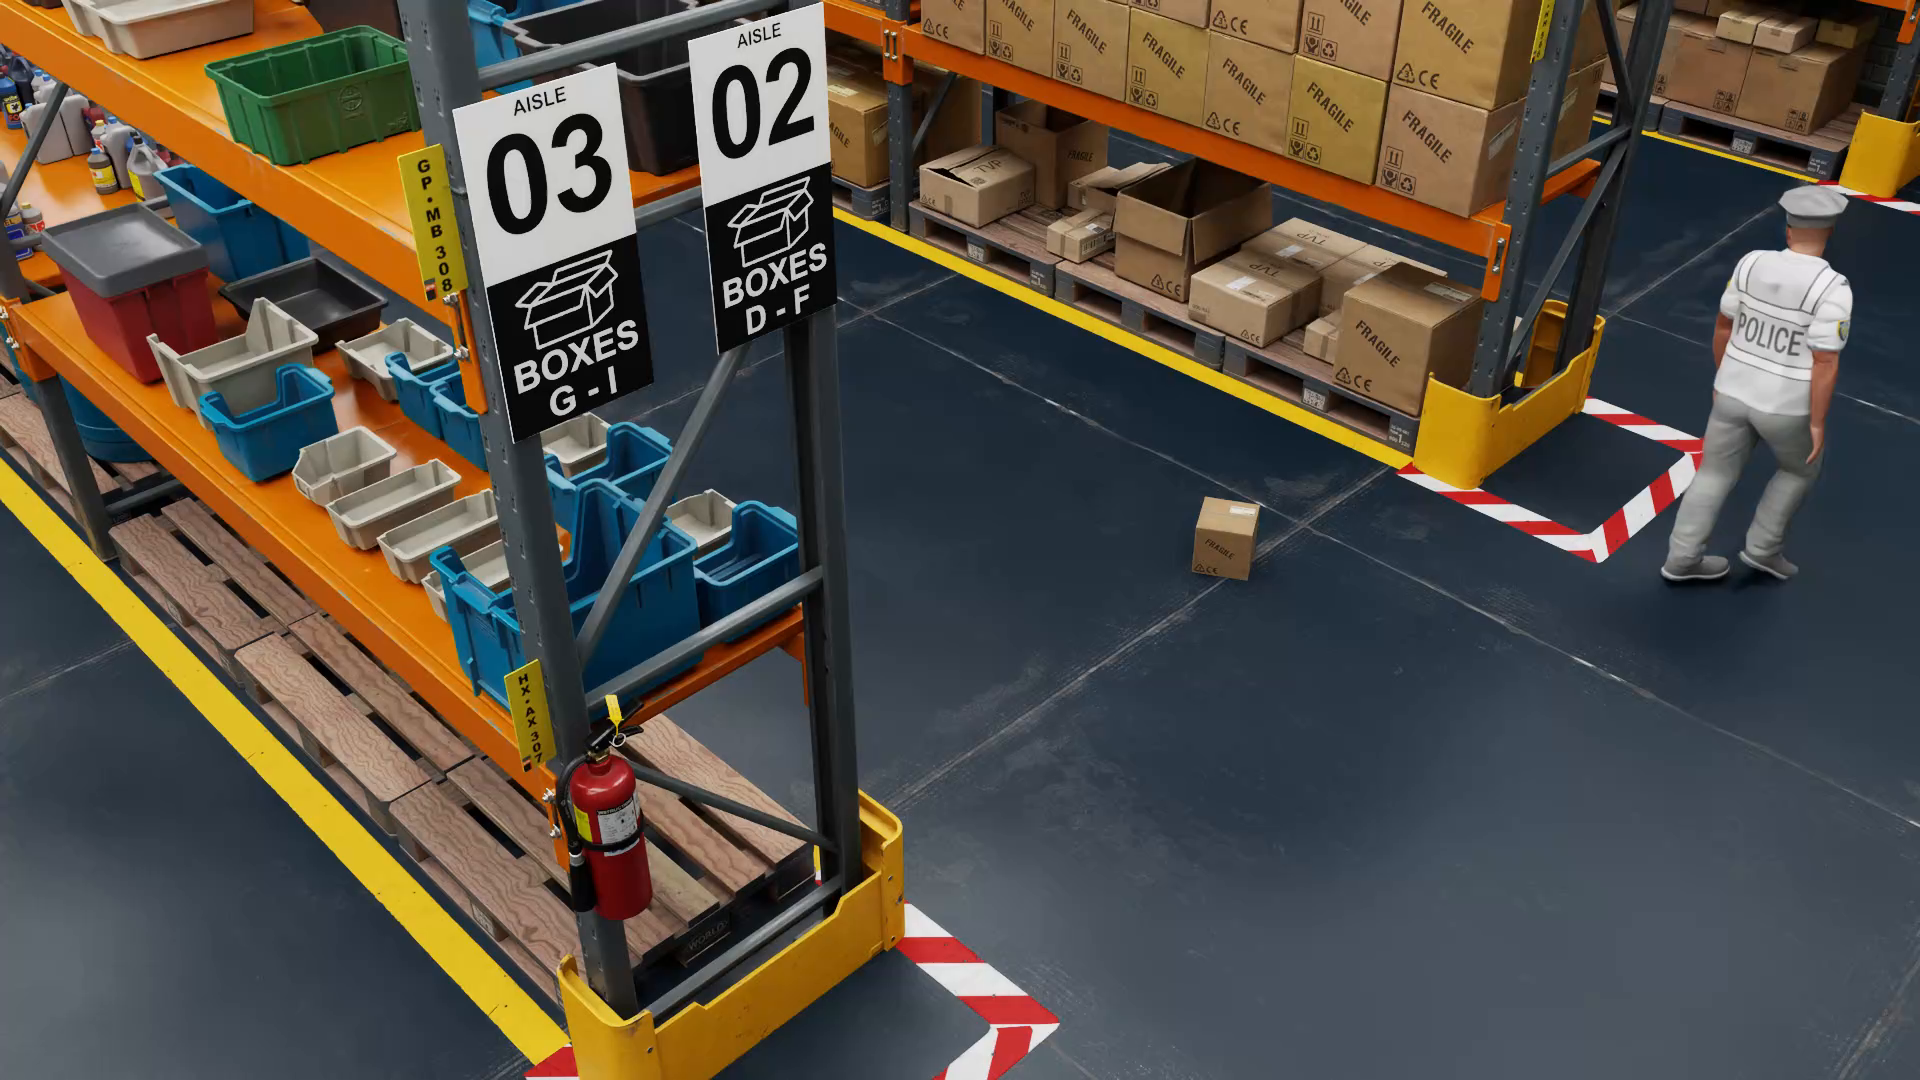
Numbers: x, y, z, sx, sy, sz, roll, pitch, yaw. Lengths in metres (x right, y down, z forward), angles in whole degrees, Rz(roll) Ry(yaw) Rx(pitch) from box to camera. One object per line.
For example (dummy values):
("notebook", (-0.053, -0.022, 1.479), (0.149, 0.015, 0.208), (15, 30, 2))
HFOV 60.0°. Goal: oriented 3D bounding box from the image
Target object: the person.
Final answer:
("person", (3.392, -0.576, 6.992), (0.615, 1.786, 0.627), (-23, 41, -28))
